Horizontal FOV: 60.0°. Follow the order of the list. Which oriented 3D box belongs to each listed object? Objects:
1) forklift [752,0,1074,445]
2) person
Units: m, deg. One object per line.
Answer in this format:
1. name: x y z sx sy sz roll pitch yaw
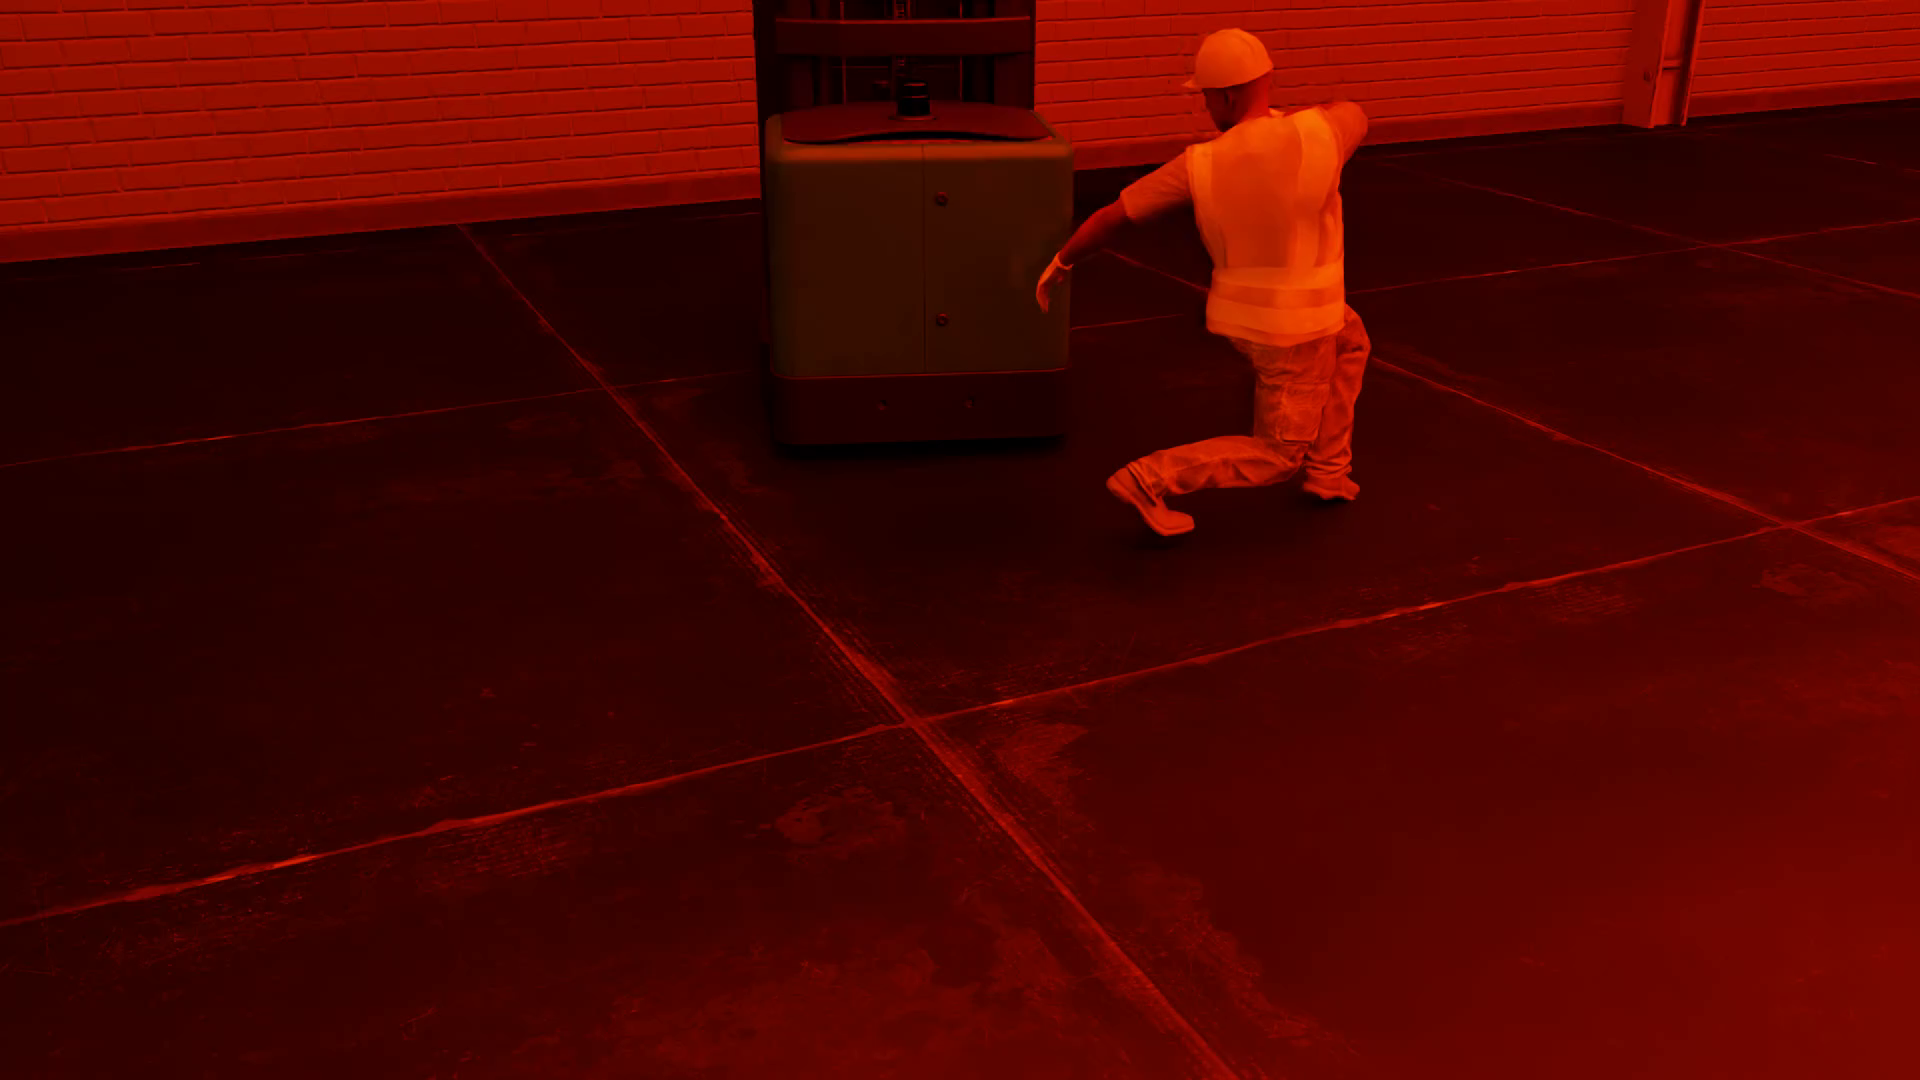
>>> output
1. forklift: -0.278 -2.206 6.595 1.130 2.935 3.031 -2 23 -6
2. person: 0.801 -0.789 5.090 0.993 1.513 0.843 -18 28 -36
